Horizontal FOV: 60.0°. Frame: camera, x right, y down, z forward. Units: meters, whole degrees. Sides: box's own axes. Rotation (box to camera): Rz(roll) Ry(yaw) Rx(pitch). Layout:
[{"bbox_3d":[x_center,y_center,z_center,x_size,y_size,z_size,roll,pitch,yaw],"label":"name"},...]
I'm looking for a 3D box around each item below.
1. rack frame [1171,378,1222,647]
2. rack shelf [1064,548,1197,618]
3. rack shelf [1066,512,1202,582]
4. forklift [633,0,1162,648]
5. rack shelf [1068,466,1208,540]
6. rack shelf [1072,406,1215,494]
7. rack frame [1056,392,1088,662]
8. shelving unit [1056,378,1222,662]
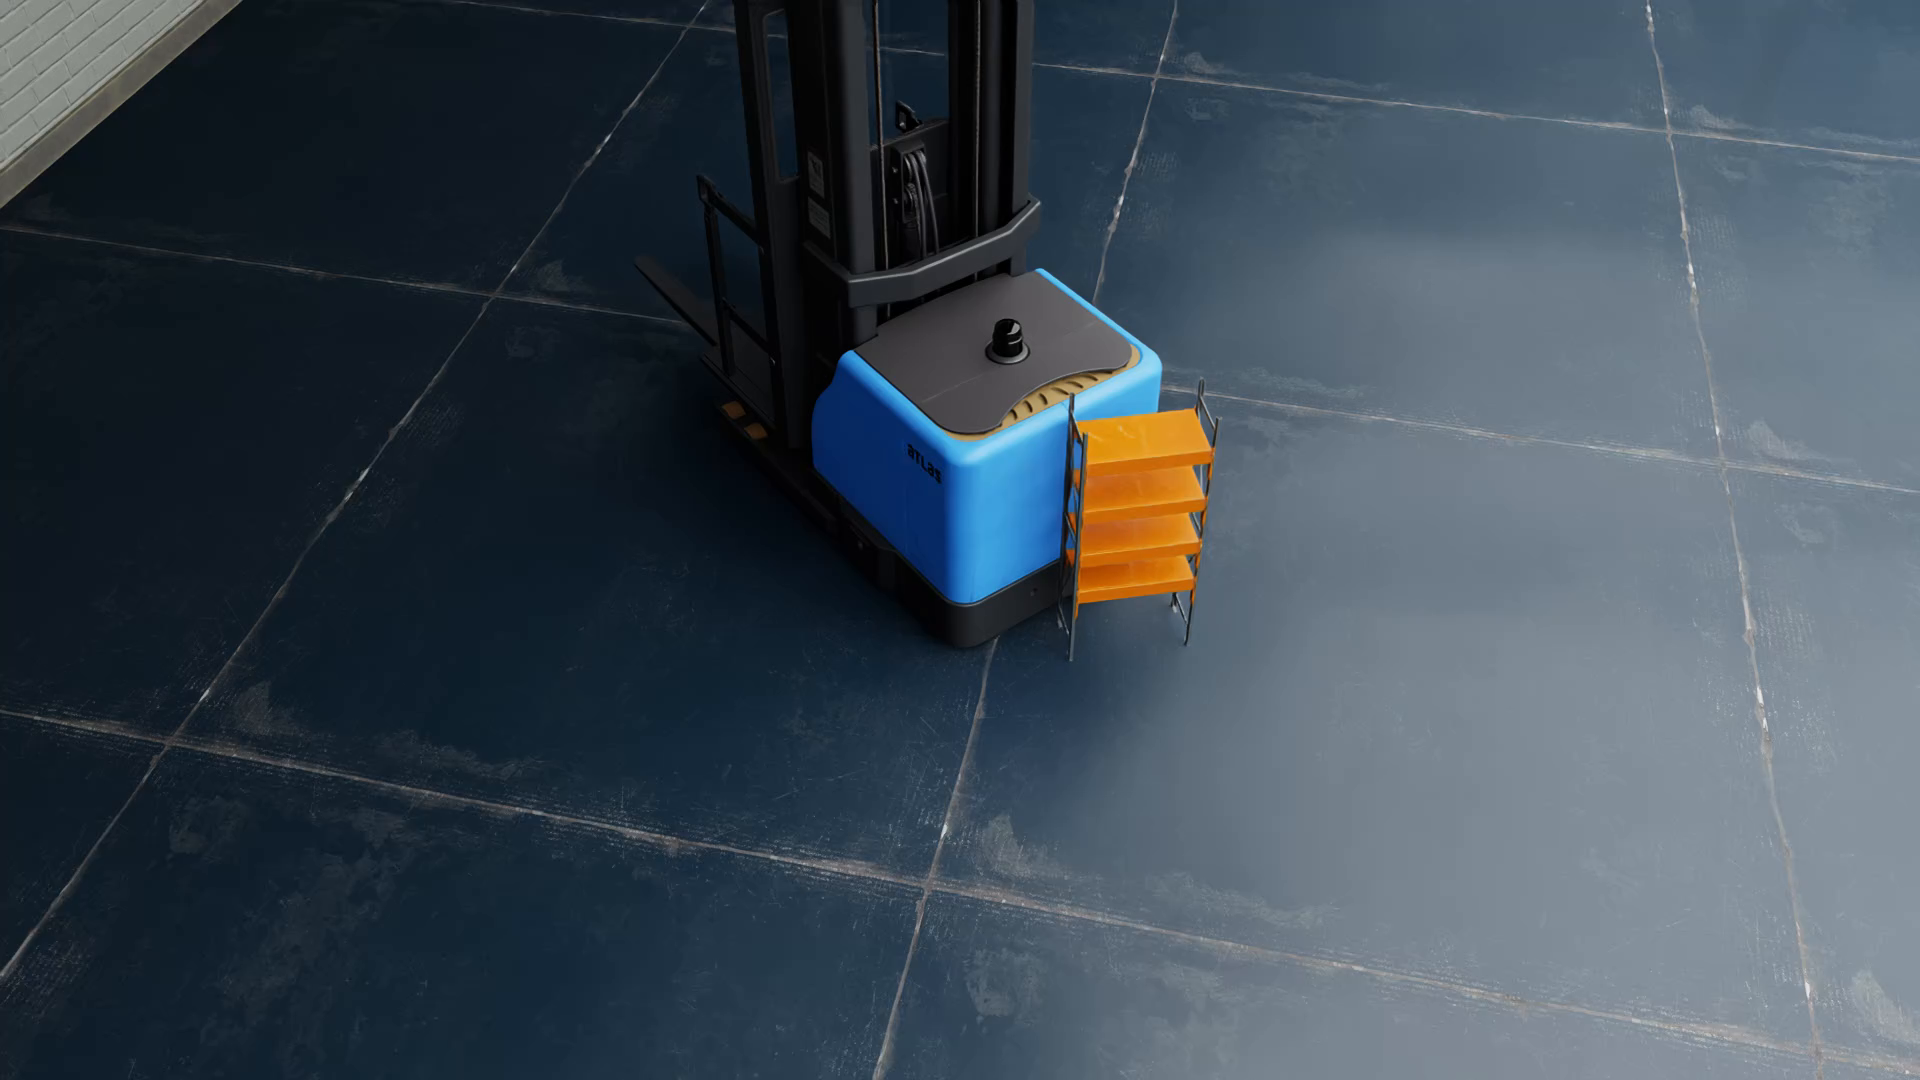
[{"bbox_3d":[0.907,-0.081,6.429,0.015,1.200,0.240,-7,44,-7],"label":"rack frame"},{"bbox_3d":[0.666,0.140,6.583,0.480,0.148,0.258,-7,44,-7],"label":"rack shelf"},{"bbox_3d":[0.666,-0.003,6.445,0.480,0.148,0.258,-7,44,-7],"label":"rack shelf"},{"bbox_3d":[-0.479,-1.604,6.763,1.130,2.935,3.031,-27,50,-25],"label":"forklift"},{"bbox_3d":[0.666,-0.164,6.290,0.480,0.148,0.258,-7,44,-7],"label":"rack shelf"},{"bbox_3d":[0.666,-0.335,6.126,0.480,0.148,0.258,-7,44,-7],"label":"rack shelf"},{"bbox_3d":[0.426,-0.023,6.369,0.015,1.200,0.240,-7,44,-7],"label":"rack frame"},{"bbox_3d":[0.666,-0.052,6.399,0.503,1.200,0.258,-7,44,-7],"label":"shelving unit"}]
